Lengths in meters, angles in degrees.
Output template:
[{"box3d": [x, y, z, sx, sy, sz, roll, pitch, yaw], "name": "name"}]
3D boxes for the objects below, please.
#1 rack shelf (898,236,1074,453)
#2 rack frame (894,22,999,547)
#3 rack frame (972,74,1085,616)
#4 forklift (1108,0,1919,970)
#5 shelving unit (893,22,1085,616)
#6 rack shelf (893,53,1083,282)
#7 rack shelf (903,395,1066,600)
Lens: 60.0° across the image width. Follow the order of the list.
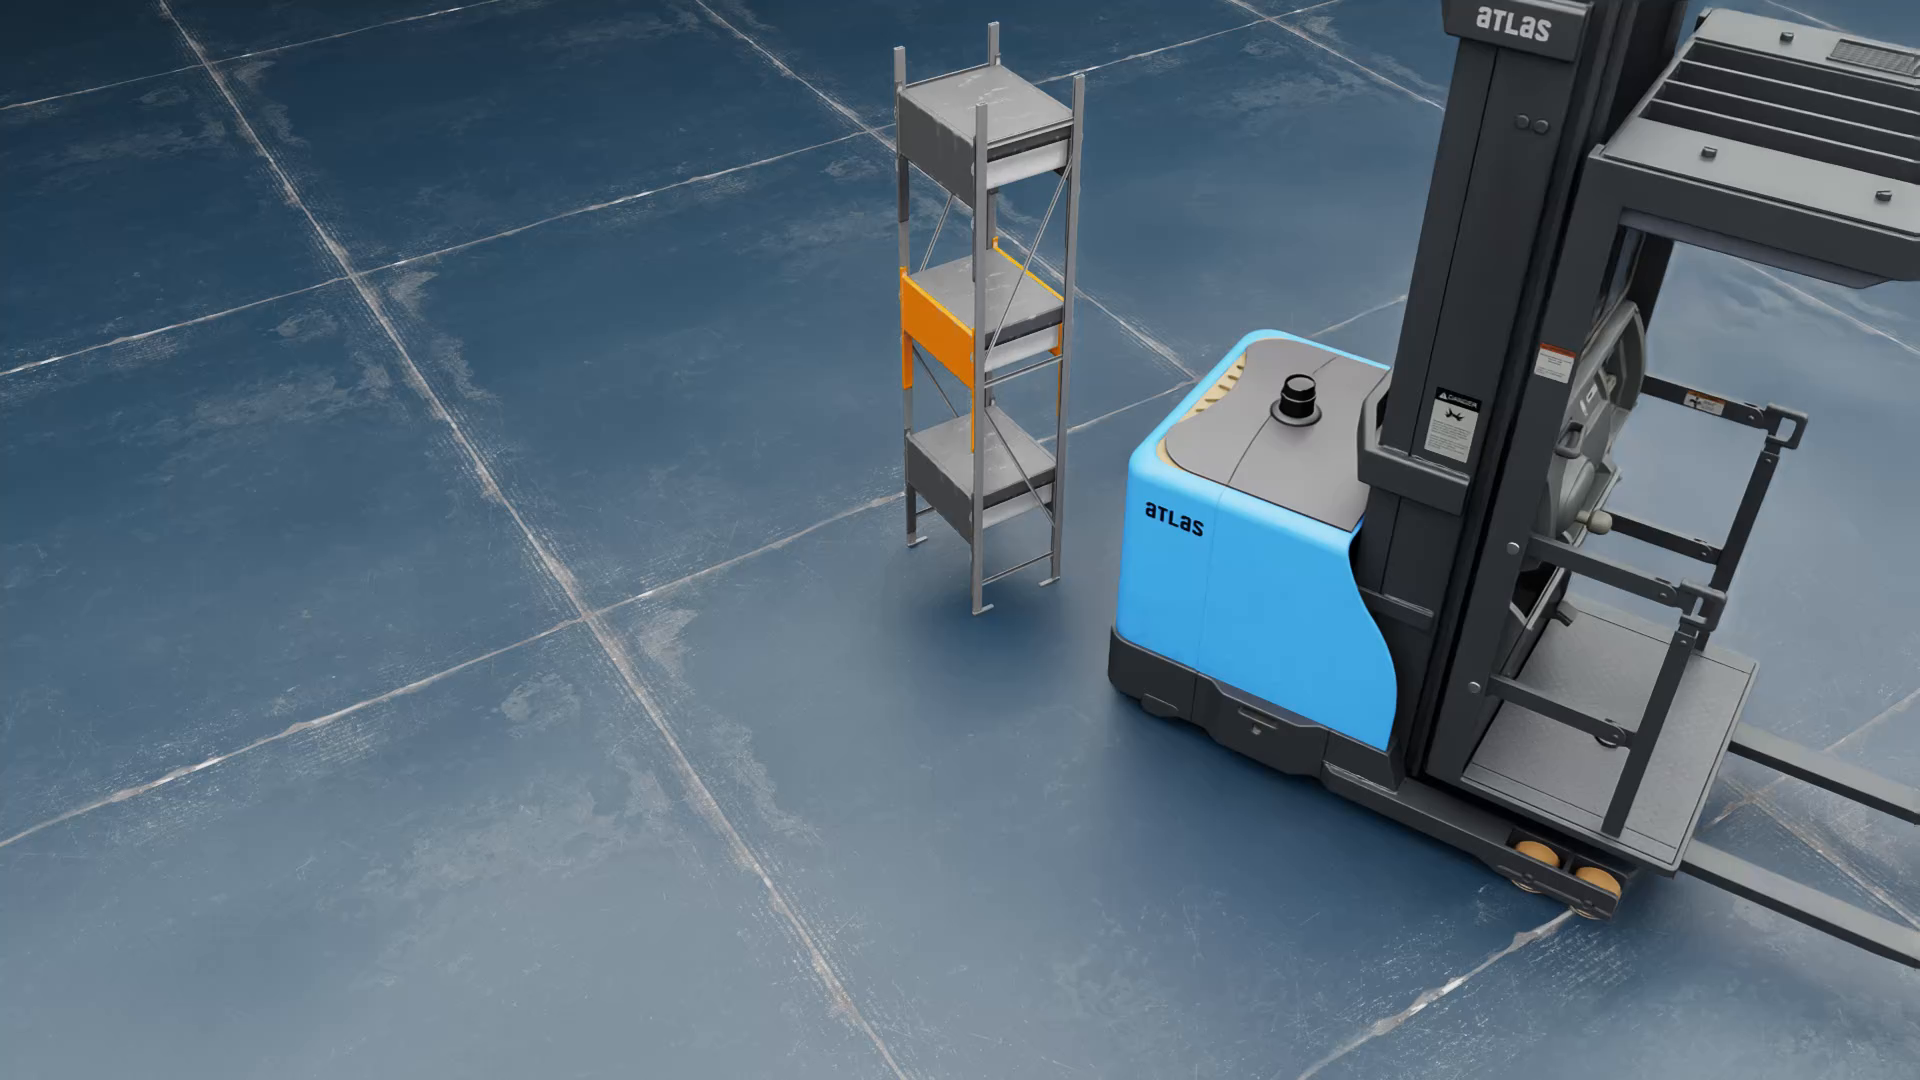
[{"box3d": [0.089, -0.707, 5.979, 0.431, 0.518, 0.480, -22, 45, -24], "name": "rack shelf"}, {"box3d": [-0.042, -0.849, 6.129, 0.400, 2.100, 0.015, -22, 45, -24], "name": "rack frame"}, {"box3d": [0.220, -0.586, 5.813, 0.400, 2.100, 0.015, -22, 45, -24], "name": "rack frame"}, {"box3d": [2.050, -0.310, 4.833, 3.031, 2.935, 1.130, 23, 45, 25], "name": "forklift"}, {"box3d": [0.089, -0.717, 5.971, 0.431, 2.100, 0.503, -22, 45, -24], "name": "shelving unit"}, {"box3d": [0.089, -1.245, 5.531, 0.431, 0.518, 0.480, -22, 45, -24], "name": "rack shelf"}, {"box3d": [0.089, -0.169, 6.427, 0.431, 0.518, 0.480, -22, 45, -24], "name": "rack shelf"}]
